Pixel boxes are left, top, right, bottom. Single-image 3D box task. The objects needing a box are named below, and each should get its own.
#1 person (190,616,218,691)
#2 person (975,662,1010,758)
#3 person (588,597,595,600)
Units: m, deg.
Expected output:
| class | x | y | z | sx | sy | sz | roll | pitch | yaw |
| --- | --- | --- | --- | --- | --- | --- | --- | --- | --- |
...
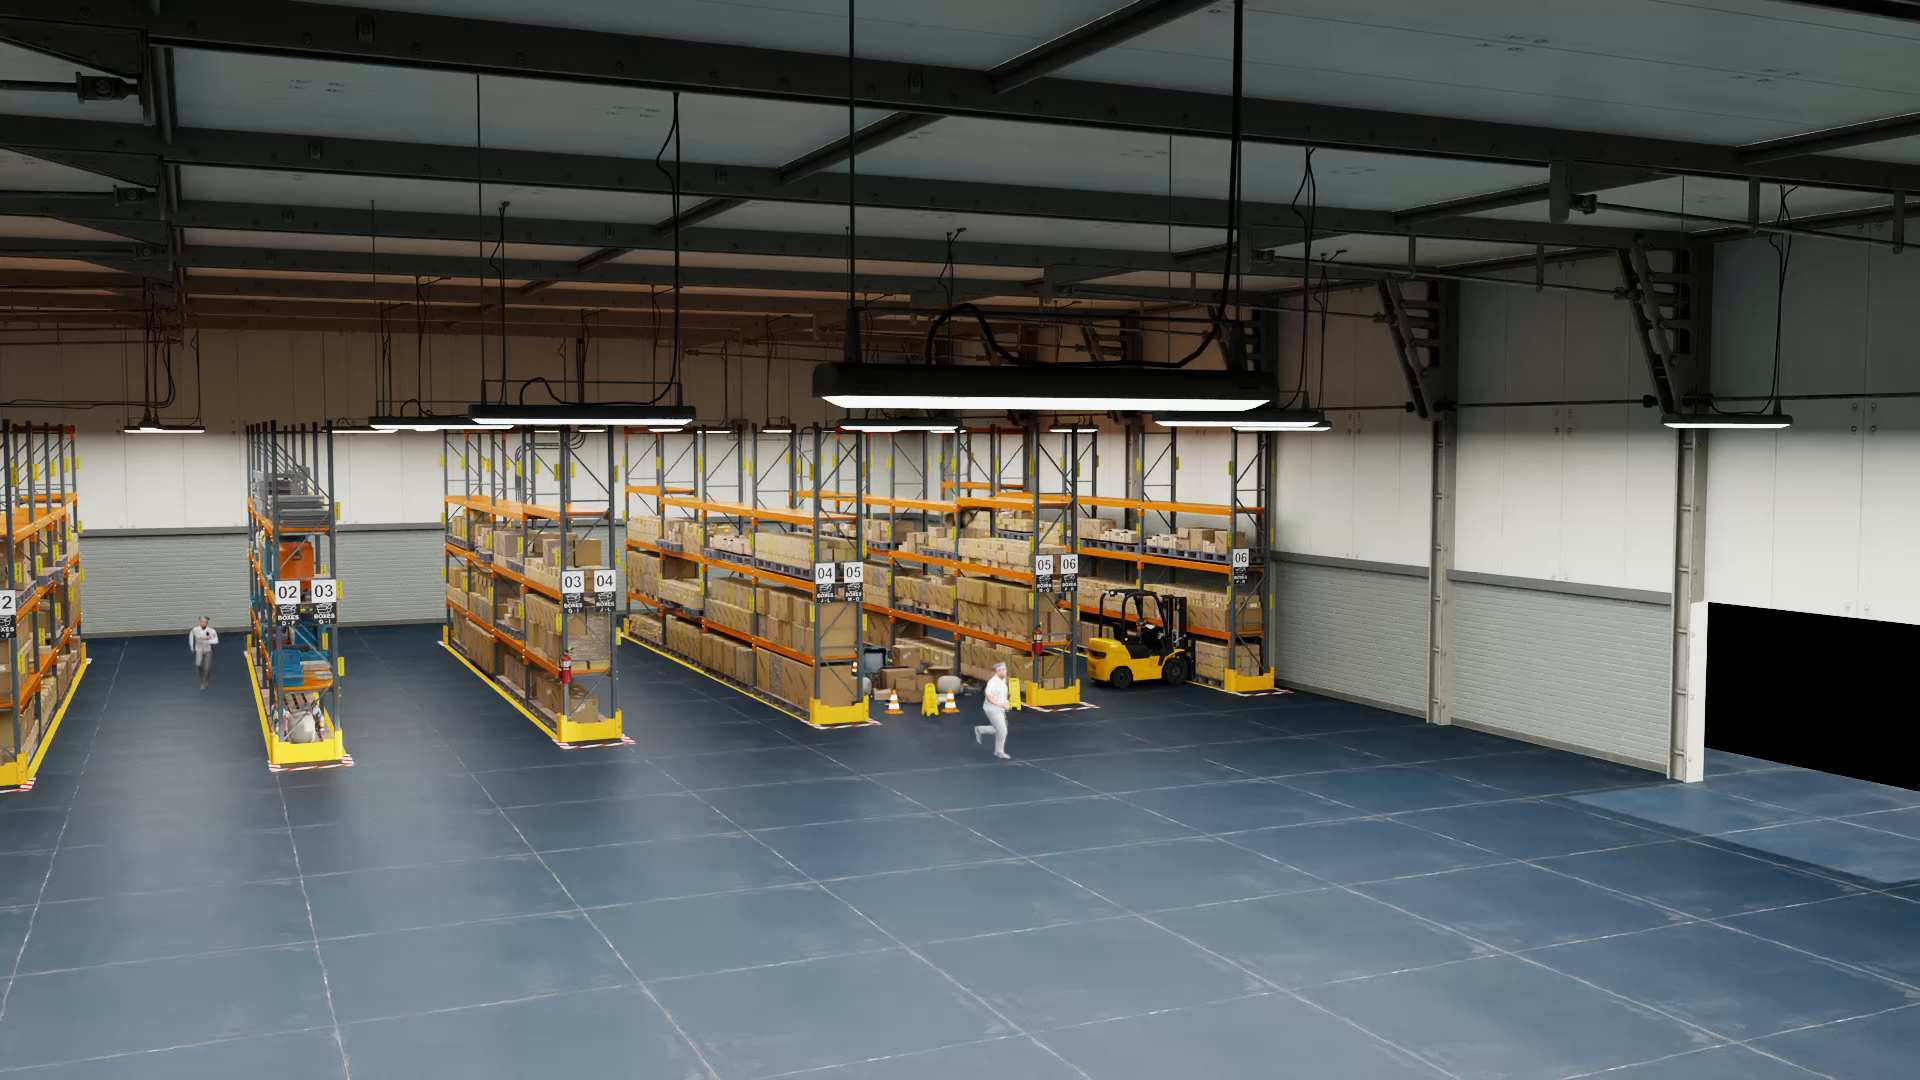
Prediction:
| class | x | y | z | sx | sy | sz | roll | pitch | yaw |
| --- | --- | --- | --- | --- | --- | --- | --- | --- | --- |
| person | -17.066 | 2.535 | 37.533 | 0.638 | 1.687 | 0.784 | -1 | 4 | -14 |
| person | 0.586 | 3.026 | 29.696 | 0.723 | 1.746 | 0.694 | 1 | 4 | 21 |
| person | -10.563 | 1.947 | 46.731 | 0.687 | 1.711 | 0.928 | -1 | 4 | -21 |
